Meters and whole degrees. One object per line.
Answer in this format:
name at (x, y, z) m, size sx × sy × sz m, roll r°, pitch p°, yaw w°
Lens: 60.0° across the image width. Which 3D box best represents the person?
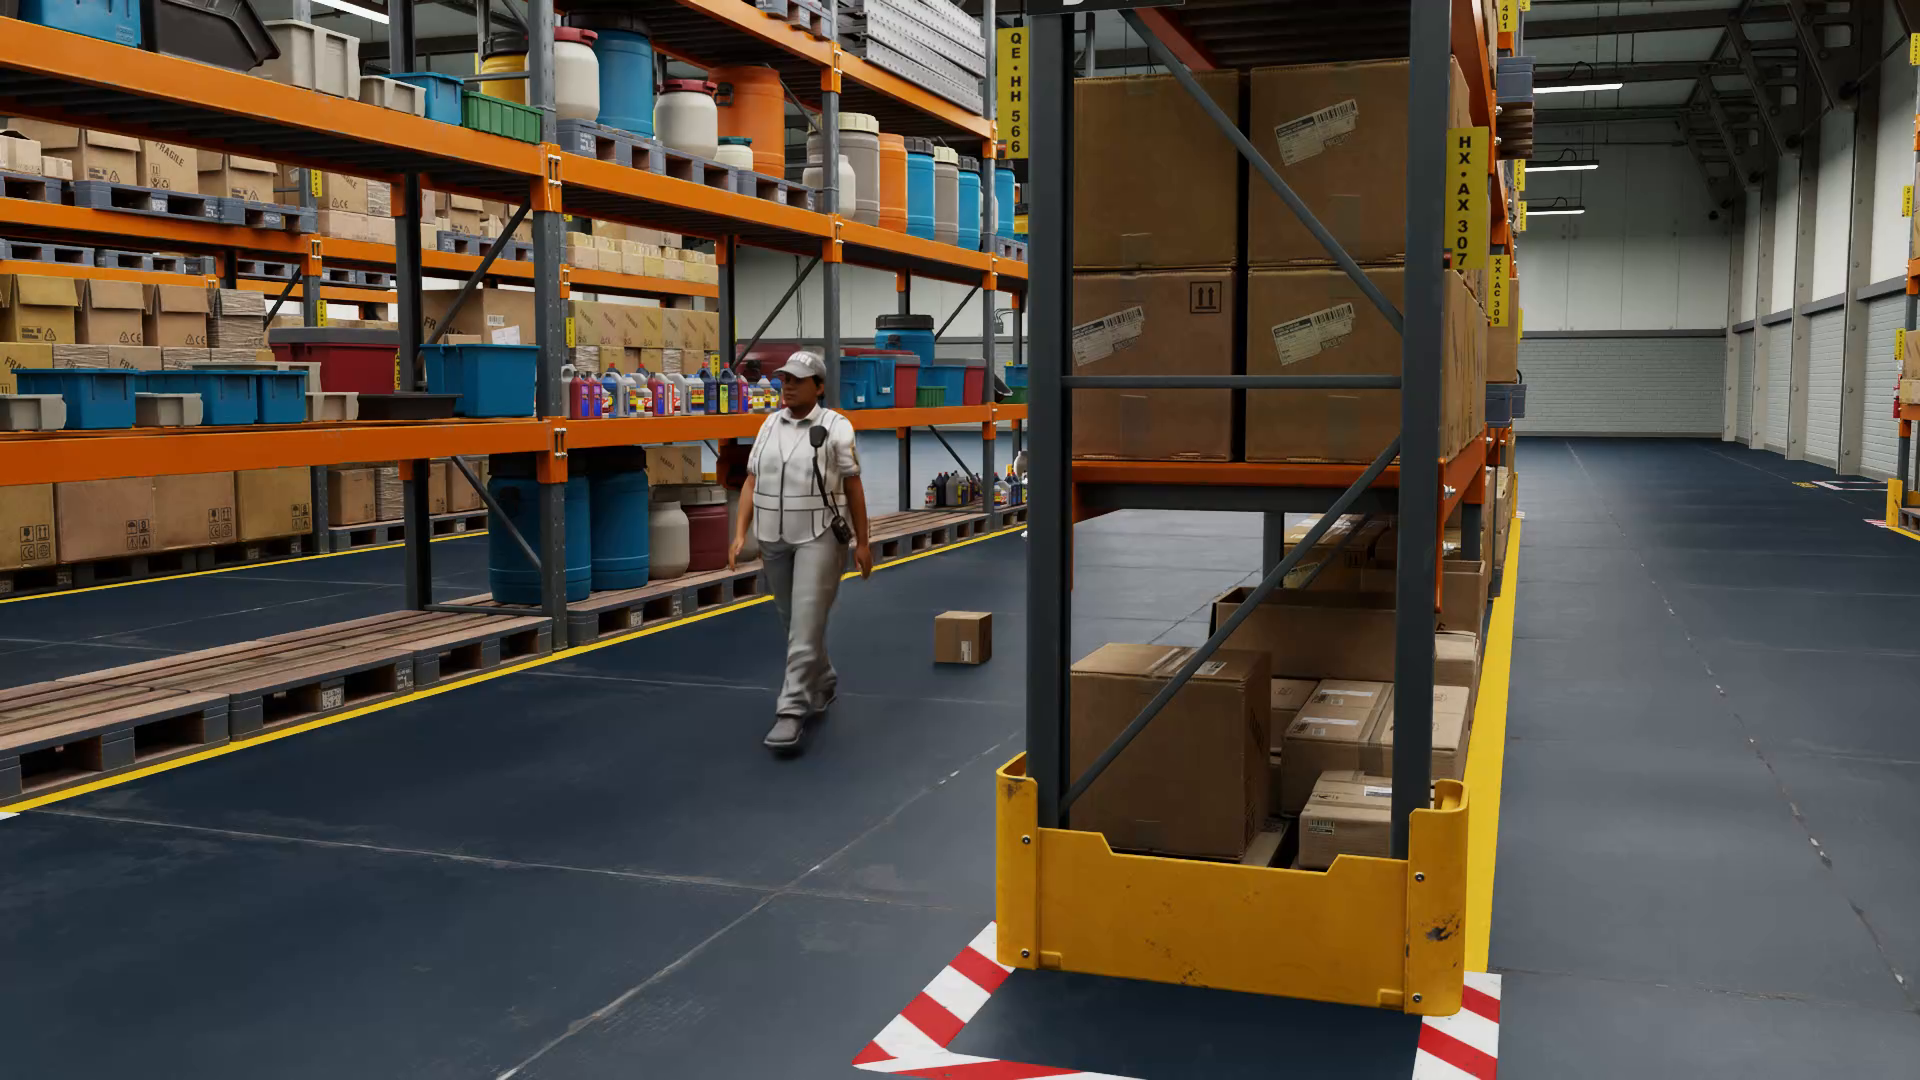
person at (-0.715, 0.002, 7.081) m, size 0.514 × 1.606 × 0.993 m, roll 2°, pitch 6°, yaw 25°
